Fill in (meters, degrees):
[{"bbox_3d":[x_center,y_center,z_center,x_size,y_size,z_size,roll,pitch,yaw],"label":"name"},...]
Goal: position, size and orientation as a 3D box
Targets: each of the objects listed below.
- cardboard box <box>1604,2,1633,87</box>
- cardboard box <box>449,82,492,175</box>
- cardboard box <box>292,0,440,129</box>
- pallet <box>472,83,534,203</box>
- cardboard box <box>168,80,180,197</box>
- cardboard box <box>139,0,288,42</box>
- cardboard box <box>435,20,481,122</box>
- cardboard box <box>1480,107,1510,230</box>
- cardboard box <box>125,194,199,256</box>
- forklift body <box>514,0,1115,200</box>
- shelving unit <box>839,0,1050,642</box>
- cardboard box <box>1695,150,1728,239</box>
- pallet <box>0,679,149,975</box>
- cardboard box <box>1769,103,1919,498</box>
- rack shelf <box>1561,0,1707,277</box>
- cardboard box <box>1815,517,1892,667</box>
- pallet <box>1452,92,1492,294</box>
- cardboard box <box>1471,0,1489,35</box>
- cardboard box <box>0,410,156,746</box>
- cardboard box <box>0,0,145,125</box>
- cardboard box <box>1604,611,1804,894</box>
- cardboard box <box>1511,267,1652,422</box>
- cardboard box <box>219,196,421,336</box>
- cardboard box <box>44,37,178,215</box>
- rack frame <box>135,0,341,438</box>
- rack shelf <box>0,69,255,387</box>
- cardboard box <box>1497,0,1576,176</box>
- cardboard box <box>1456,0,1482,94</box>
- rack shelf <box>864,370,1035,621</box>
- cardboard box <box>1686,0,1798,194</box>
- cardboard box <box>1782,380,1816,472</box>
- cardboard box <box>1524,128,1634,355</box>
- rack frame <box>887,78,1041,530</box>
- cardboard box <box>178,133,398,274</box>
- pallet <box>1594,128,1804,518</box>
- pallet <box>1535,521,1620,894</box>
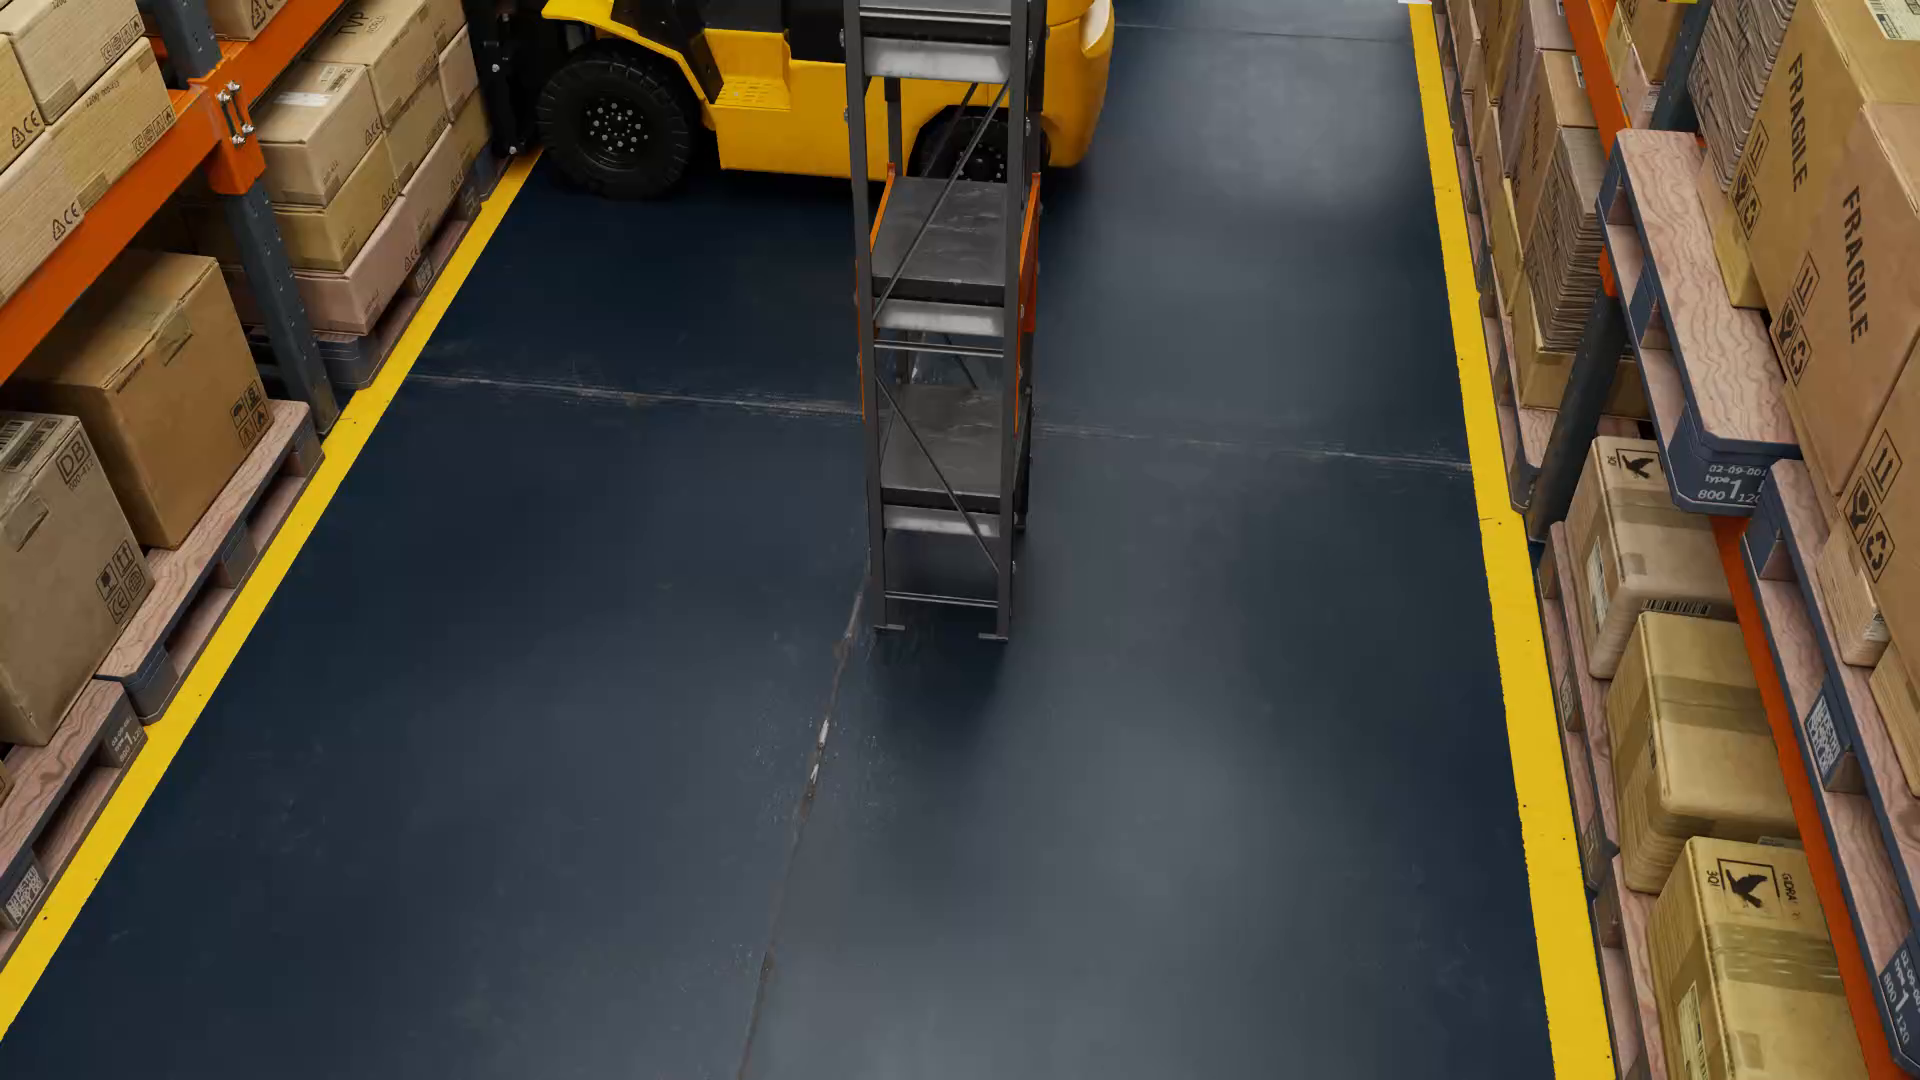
[{"bbox_3d":[2.061,-1.400,4.730,0.380,0.149,0.250,6,44,6],"label":"cardboard box"},{"bbox_3d":[-2.130,-1.676,6.532,0.500,0.250,0.500,6,44,6],"label":"cardboard box"},{"bbox_3d":[-2.174,-1.689,5.819,0.500,0.250,0.500,5,44,6],"label":"cardboard box"},{"bbox_3d":[-2.321,-1.882,7.084,1.003,0.211,1.213,5,44,6],"label":"pallet"},{"bbox_3d":[-2.753,-1.393,5.507,0.500,0.250,0.500,6,44,6],"label":"cardboard box"},{"bbox_3d":[-2.309,-1.838,4.937,0.500,0.500,0.500,4,44,4],"label":"cardboard box"},{"bbox_3d":[-2.114,-1.845,6.348,0.500,0.250,0.500,5,44,5],"label":"cardboard box"},{"bbox_3d":[2.238,-1.366,6.205,0.500,0.250,0.500,6,44,6],"label":"cardboard box"},{"bbox_3d":[-2.765,-1.209,5.676,0.500,0.250,0.500,4,44,5],"label":"cardboard box"},{"bbox_3d":[-0.540,-2.483,6.308,2.313,2.155,1.214,5,44,6],"label":"forklift body"},{"bbox_3d":[-0.022,-0.650,4.409,0.431,2.100,0.503,5,44,6],"label":"shelving unit"},{"bbox_3d":[1.908,-0.788,3.777,0.380,0.149,0.250,6,44,6],"label":"cardboard box"},{"bbox_3d":[-2.844,0.829,4.221,1.003,0.211,1.213,5,44,6],"label":"pallet"},{"bbox_3d":[1.803,-0.400,2.897,0.500,0.500,0.500,5,44,5],"label":"cardboard box"},{"bbox_3d":[2.559,-2.176,5.890,1.077,0.370,4.000,5,44,6],"label":"rack shelf"},{"bbox_3d":[1.708,0.098,2.842,0.380,0.149,0.250,7,44,7],"label":"cardboard box"},{"bbox_3d":[2.507,-1.356,6.529,1.003,0.211,1.213,5,44,6],"label":"pallet"},{"bbox_3d":[2.375,-2.329,6.677,0.500,0.500,0.500,4,44,4],"label":"cardboard box"},{"bbox_3d":[-2.794,0.072,4.414,0.875,0.625,0.625,5,44,5],"label":"cardboard box"},{"bbox_3d":[-2.438,-1.292,4.178,0.500,0.250,0.500,4,44,5],"label":"cardboard box"},{"bbox_3d":[2.136,0.575,4.066,0.950,0.372,0.625,8,44,8],"label":"cardboard box"},{"bbox_3d":[2.106,-0.656,5.455,0.500,0.250,0.500,7,44,7],"label":"cardboard box"},{"bbox_3d":[-2.234,-0.977,5.794,0.500,0.250,0.500,6,44,6],"label":"cardboard box"},{"bbox_3d":[-2.434,-1.101,4.340,0.500,0.250,0.500,6,44,6],"label":"cardboard box"},{"bbox_3d":[-2.626,-1.523,4.677,1.000,3.000,0.127,5,44,6],"label":"rack frame"},{"bbox_3d":[-2.891,0.101,3.485,1.077,0.370,4.000,5,44,6],"label":"rack shelf"},{"bbox_3d":[2.238,-1.623,5.931,0.500,0.500,0.500,7,44,8],"label":"cardboard box"},{"bbox_3d":[2.367,-2.083,6.962,0.500,0.250,0.500,7,44,7],"label":"cardboard box"},{"bbox_3d":[-0.022,-0.131,4.900,0.431,0.518,0.480,5,44,6],"label":"rack shelf"},{"bbox_3d":[1.948,-1.078,3.612,0.500,0.500,0.500,6,44,7],"label":"cardboard box"},{"bbox_3d":[1.829,-0.247,3.206,0.380,0.149,0.250,6,44,6],"label":"cardboard box"},{"bbox_3d":[2.106,-0.928,5.198,0.500,0.500,0.500,5,44,5],"label":"cardboard box"},{"bbox_3d":[0.010,-0.816,4.585,0.400,2.100,0.015,5,44,6],"label":"rack frame"},{"bbox_3d":[-2.256,-1.160,5.624,0.500,0.250,0.500,5,44,5],"label":"cardboard box"},{"bbox_3d":[2.049,-0.497,3.733,1.003,0.211,1.213,5,44,6],"label":"pallet"},{"bbox_3d":[2.193,0.469,4.601,1.003,0.211,1.213,5,44,6],"label":"pallet"}]
